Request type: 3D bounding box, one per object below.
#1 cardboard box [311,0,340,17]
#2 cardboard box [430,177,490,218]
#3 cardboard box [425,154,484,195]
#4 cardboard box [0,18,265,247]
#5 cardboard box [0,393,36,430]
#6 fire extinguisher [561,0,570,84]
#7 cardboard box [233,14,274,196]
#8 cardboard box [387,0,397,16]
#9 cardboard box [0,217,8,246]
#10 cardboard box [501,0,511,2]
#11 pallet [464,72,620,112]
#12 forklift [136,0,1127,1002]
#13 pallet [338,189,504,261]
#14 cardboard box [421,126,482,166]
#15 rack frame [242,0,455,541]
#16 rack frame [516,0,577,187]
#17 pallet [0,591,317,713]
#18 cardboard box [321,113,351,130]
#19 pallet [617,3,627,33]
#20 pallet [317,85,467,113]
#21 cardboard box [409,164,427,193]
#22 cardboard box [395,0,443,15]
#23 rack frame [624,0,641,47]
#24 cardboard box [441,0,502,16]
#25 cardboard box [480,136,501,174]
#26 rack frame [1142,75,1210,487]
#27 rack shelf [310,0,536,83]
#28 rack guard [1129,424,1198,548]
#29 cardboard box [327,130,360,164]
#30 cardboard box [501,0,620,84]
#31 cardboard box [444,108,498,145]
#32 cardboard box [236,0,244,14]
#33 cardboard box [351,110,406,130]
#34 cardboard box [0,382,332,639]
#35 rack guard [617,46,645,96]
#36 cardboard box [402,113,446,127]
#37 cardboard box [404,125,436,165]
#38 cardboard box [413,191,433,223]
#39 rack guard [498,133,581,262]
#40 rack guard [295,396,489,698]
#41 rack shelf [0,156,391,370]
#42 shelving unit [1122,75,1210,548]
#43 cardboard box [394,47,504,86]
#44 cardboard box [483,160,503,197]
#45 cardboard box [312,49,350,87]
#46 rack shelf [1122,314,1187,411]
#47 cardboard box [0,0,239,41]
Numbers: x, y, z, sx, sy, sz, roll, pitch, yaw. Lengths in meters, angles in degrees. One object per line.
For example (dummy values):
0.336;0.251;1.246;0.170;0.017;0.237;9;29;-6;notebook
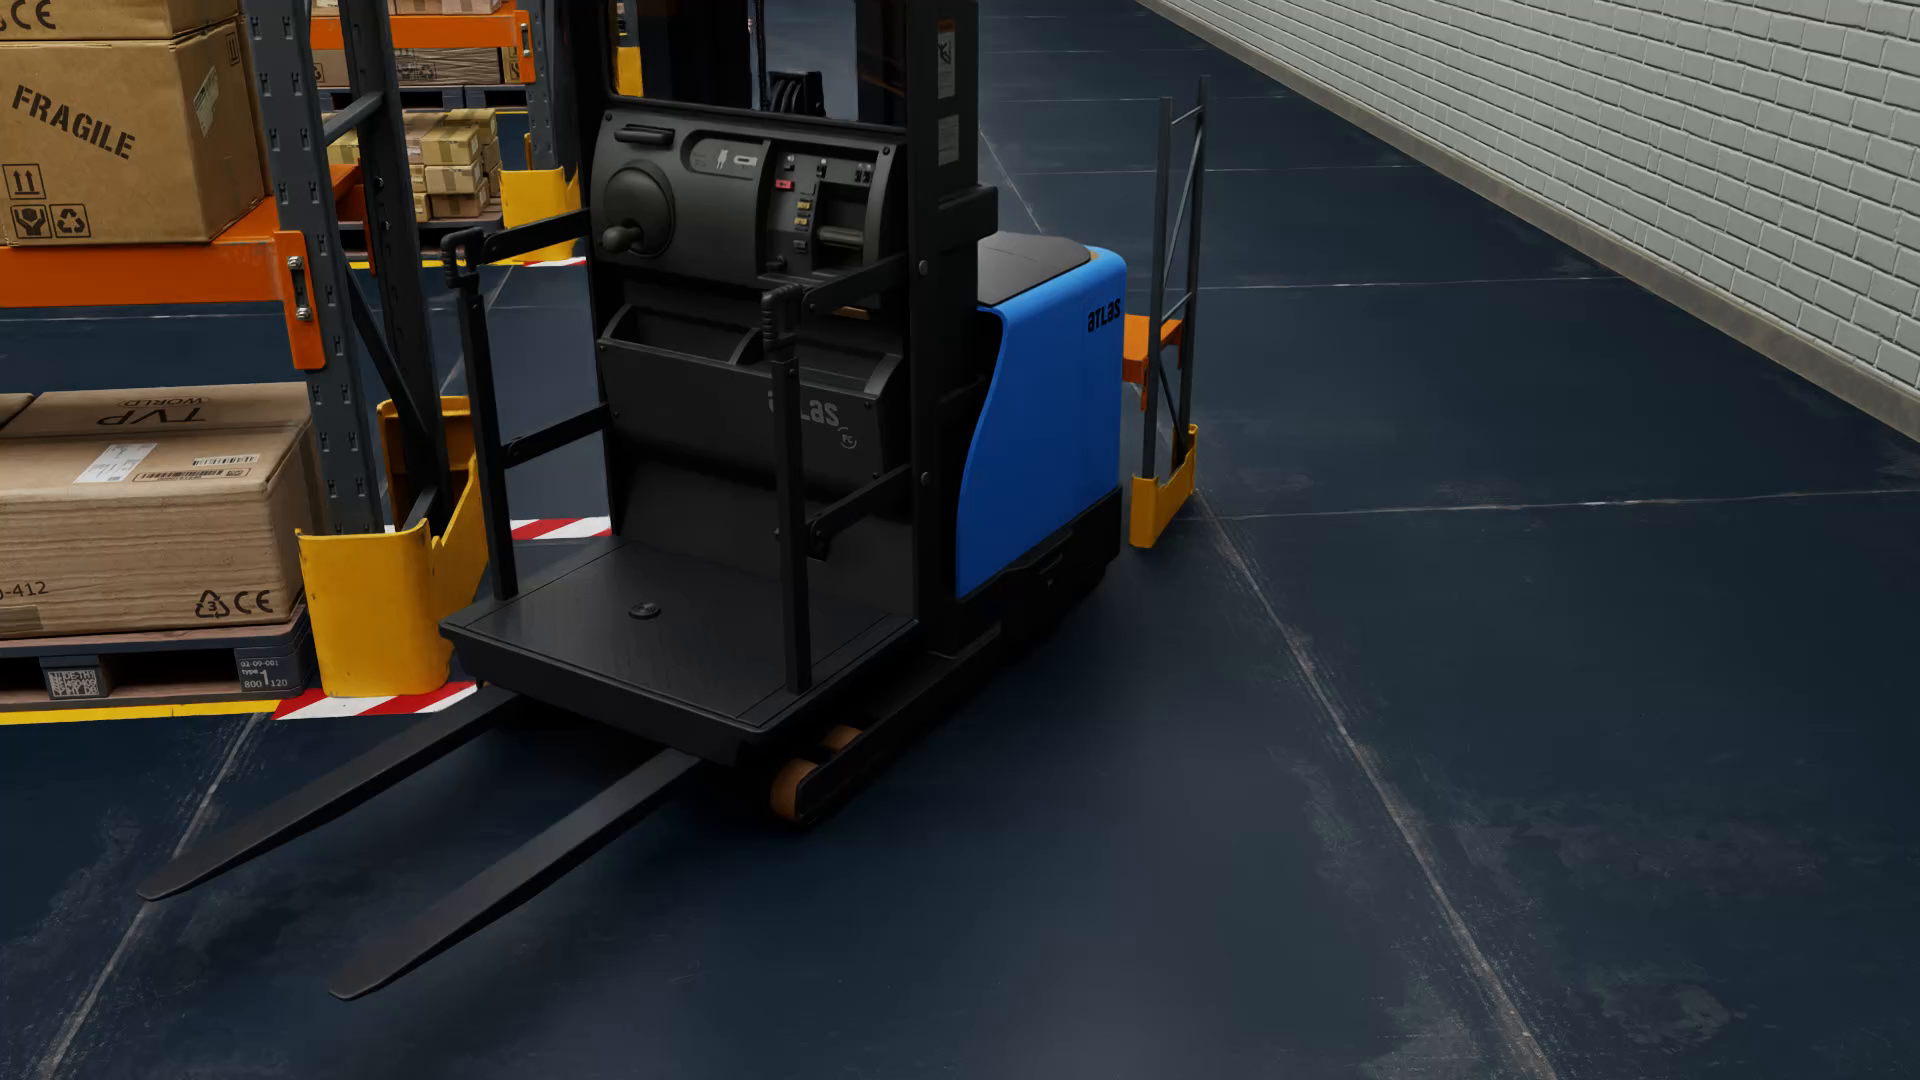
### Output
-3.371;-2.884;8.854;0.250;0.149;0.380;-2;24;-4;cardboard box
-2.827;-1.940;9.414;0.250;0.149;0.380;-2;24;-4;cardboard box
-2.821;-2.045;9.284;0.250;0.149;0.380;-3;24;-7;cardboard box
-2.191;-1.079;4.361;0.500;0.500;0.500;-2;24;-5;cardboard box
-3.294;-0.074;4.860;0.875;0.438;0.875;-2;24;-4;cardboard box
-2.028;-2.774;8.852;0.183;0.674;0.296;-2;24;-5;fire extinguisher
-2.243;-1.302;4.863;0.500;0.500;0.500;-2;24;-6;cardboard box
-3.120;-2.903;8.898;0.250;0.149;0.380;-3;24;-6;cardboard box
-2.692;-1.065;4.330;0.500;0.500;0.500;-3;24;-6;cardboard box
-2.678;-3.161;9.478;0.250;0.149;0.380;-2;24;-6;cardboard box
-3.499;-3.827;14.101;1.213;0.211;1.003;-2;24;-5;pallet
-0.673;-0.843;4.037;1.130;2.935;3.031;14;28;29;forklift
-3.211;-1.861;9.676;1.213;0.211;1.003;-2;24;-5;pallet
-2.826;-2.194;9.252;0.250;0.149;0.380;-2;24;-5;cardboard box
-1.737;-1.159;4.665;0.127;3.000;1.000;-2;24;-5;rack frame
-2.324;-3.156;9.158;0.127;3.000;1.000;-2;24;-5;rack frame
-2.525;0.179;5.089;1.213;0.211;1.003;-2;24;-5;pallet
-3.643;-2.372;9.655;0.250;0.149;0.380;-3;24;-8;cardboard box
-4.022;-5.875;18.709;1.213;0.211;1.003;-2;24;-5;pallet
-4.710;-3.780;13.994;1.213;0.211;1.003;-2;24;-5;pallet
-3.086;-2.056;9.309;0.250;0.149;0.380;-3;24;-6;cardboard box
-2.872;-2.919;8.934;0.250;0.149;0.380;-2;24;-5;cardboard box
-2.711;-5.165;13.677;0.127;3.000;1.000;-2;24;-5;rack frame
-2.621;-2.914;8.922;0.250;0.149;0.380;-2;24;-5;cardboard box
-2.870;-2.264;9.777;0.250;0.149;0.380;-1;24;-3;cardboard box
0.725;-0.772;5.641;0.032;1.500;0.500;9;26;20;rack frame
-4.314;-2.748;9.124;4.000;0.370;1.077;-2;24;-5;rack shelf
0.724;-0.201;5.896;0.087;0.250;0.587;9;26;20;rack guard
-3.327;-2.145;9.143;0.250;0.149;0.380;-3;24;-6;cardboard box
-3.340;-4.328;13.893;0.875;0.875;0.875;-2;24;-5;cardboard box
-2.879;-2.434;9.792;0.250;0.149;0.380;-3;24;-8;cardboard box
-2.242;-1.758;4.658;0.500;0.500;0.500;-3;24;-6;cardboard box
-3.404;-2.416;9.752;0.250;0.149;0.380;-2;24;-5;cardboard box
-2.384;-0.114;4.950;0.875;0.438;0.875;-3;24;-7;cardboard box
-2.687;-4.024;14.187;0.348;0.500;1.175;-2;24;-5;rack guard
-3.141;-2.374;9.658;0.250;0.149;0.380;-2;24;-4;cardboard box
-3.081;-2.207;9.282;0.250;0.149;0.380;-2;24;-4;cardboard box
-3.073;-1.889;9.299;0.250;0.149;0.380;-2;24;-4;cardboard box
-2.399;-2.011;9.658;0.348;0.500;1.175;-2;24;-5;rack guard
-1.713;-0.018;5.175;0.348;0.500;1.175;-2;24;-5;rack guard
-3.727;-0.751;4.632;4.000;0.370;1.077;-2;24;-5;rack shelf
0.263;-0.850;5.815;1.083;1.500;0.587;9;26;20;shelving unit
-4.245;-4.292;13.811;0.875;0.875;0.875;-2;24;-5;cardboard box
-2.877;-2.154;9.895;0.250;0.149;0.380;-2;24;-4;cardboard box
-5.131;-4.256;13.731;0.875;0.875;0.875;-2;24;-5;cardboard box
0.255;-0.687;5.891;1.000;0.185;0.538;9;26;20;rack shelf
-2.193;-1.546;4.182;0.500;0.500;0.500;-2;24;-3;cardboard box
